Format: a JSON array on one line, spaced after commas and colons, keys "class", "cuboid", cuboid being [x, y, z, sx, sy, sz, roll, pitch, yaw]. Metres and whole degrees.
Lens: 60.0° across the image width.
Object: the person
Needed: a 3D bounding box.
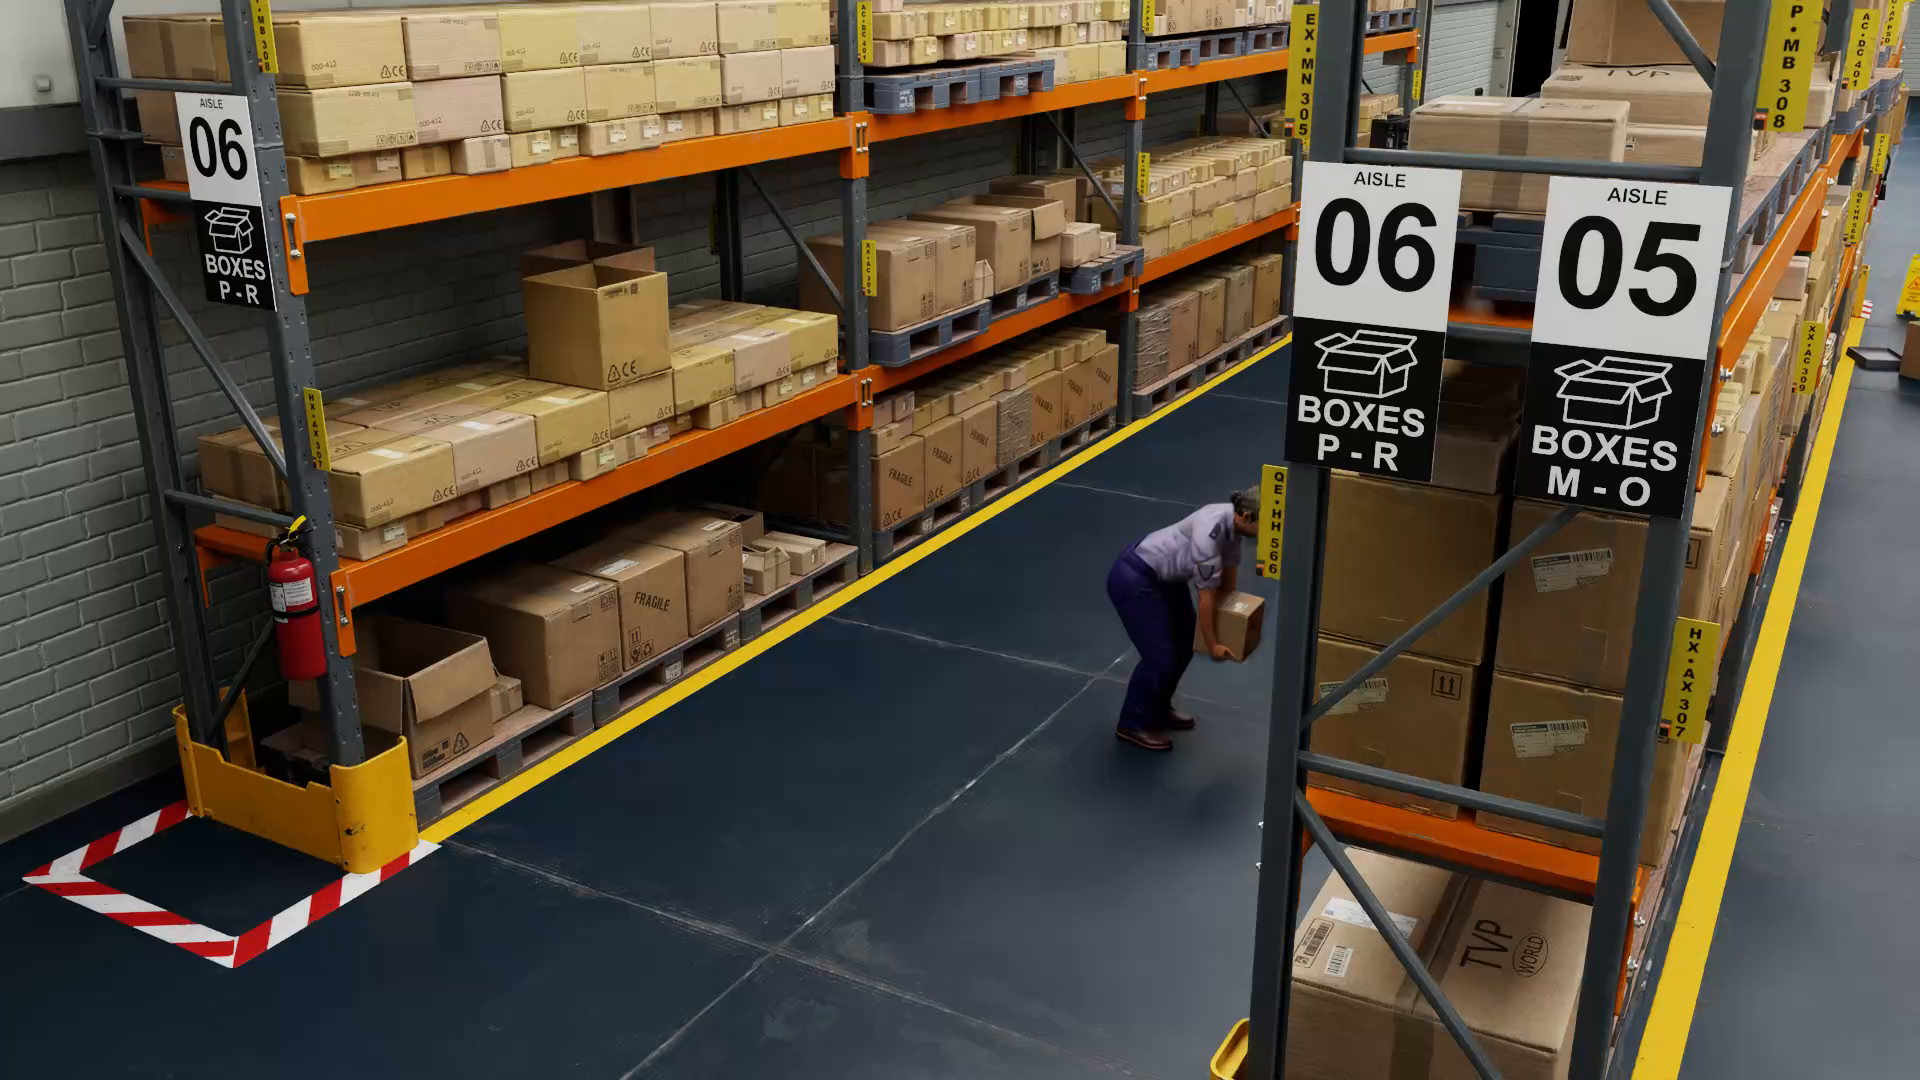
[{"class": "person", "cuboid": [1.114, 0.353, 8.050, 0.793, 1.354, 0.462, 10, 22, 26]}]
